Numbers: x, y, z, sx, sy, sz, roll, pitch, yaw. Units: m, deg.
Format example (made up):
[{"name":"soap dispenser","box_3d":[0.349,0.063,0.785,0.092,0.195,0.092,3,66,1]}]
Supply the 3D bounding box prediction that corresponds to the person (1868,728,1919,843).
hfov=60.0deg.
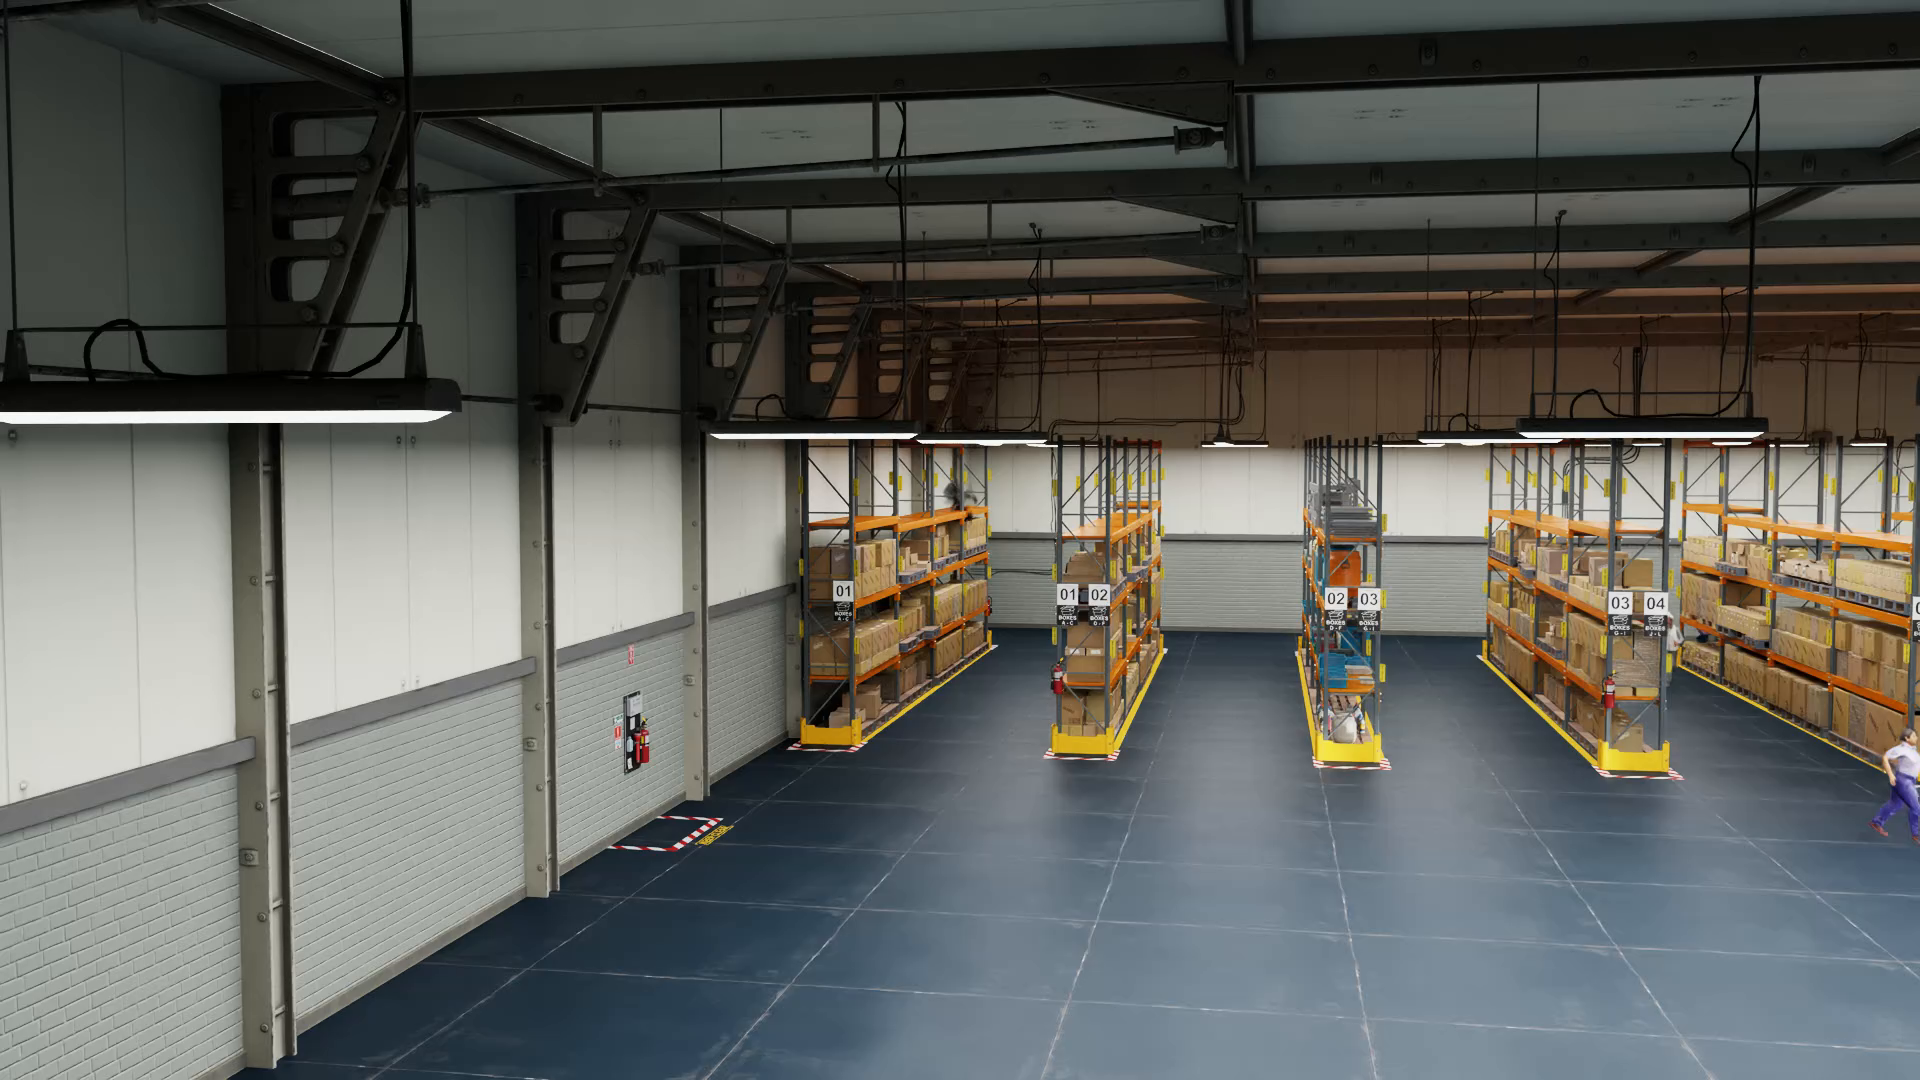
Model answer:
[{"name":"person","box_3d":[13.720,3.577,24.231,0.855,1.693,0.580,2,4,39]}]

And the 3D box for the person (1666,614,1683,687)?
[{"name":"person","box_3d":[17.171,2.654,40.342,0.684,1.750,0.907,1,3,17]}]

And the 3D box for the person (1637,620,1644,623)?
[{"name":"person","box_3d":[18.427,2.449,45.217,0.712,1.763,0.739,-2,4,-33]}]

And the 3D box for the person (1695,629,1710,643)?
[{"name":"person","box_3d":[20.527,2.493,45.688,0.615,1.394,0.791,-3,4,-40]}]
